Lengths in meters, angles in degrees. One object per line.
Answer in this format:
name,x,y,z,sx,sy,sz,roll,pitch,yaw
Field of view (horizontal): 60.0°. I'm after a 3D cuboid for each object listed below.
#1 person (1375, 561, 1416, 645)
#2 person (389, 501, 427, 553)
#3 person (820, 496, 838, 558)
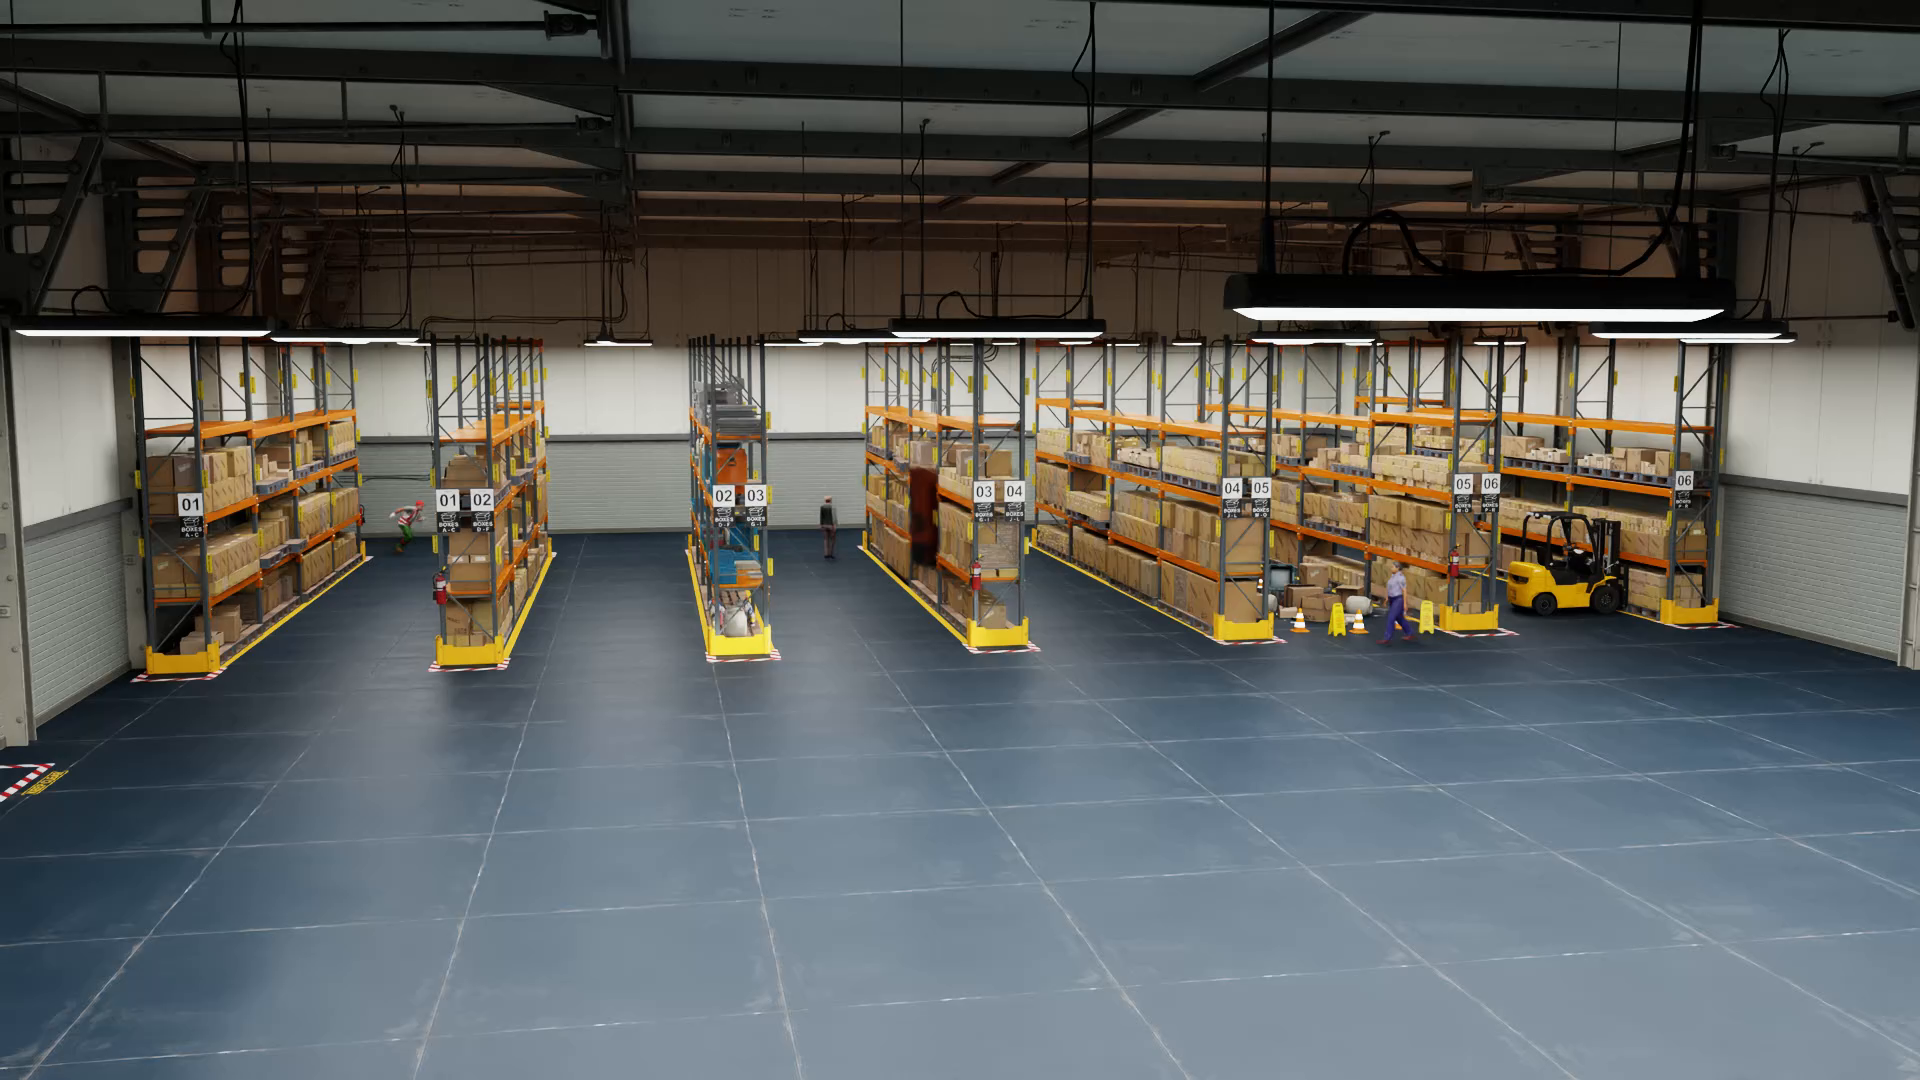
person,8.491,1.210,32.351,0.975,1.598,0.503,-2,7,-14
person,-15.509,-0.375,46.893,0.962,1.470,0.601,0,7,2
person,-3.612,-0.323,45.664,0.570,1.789,0.582,2,7,18
